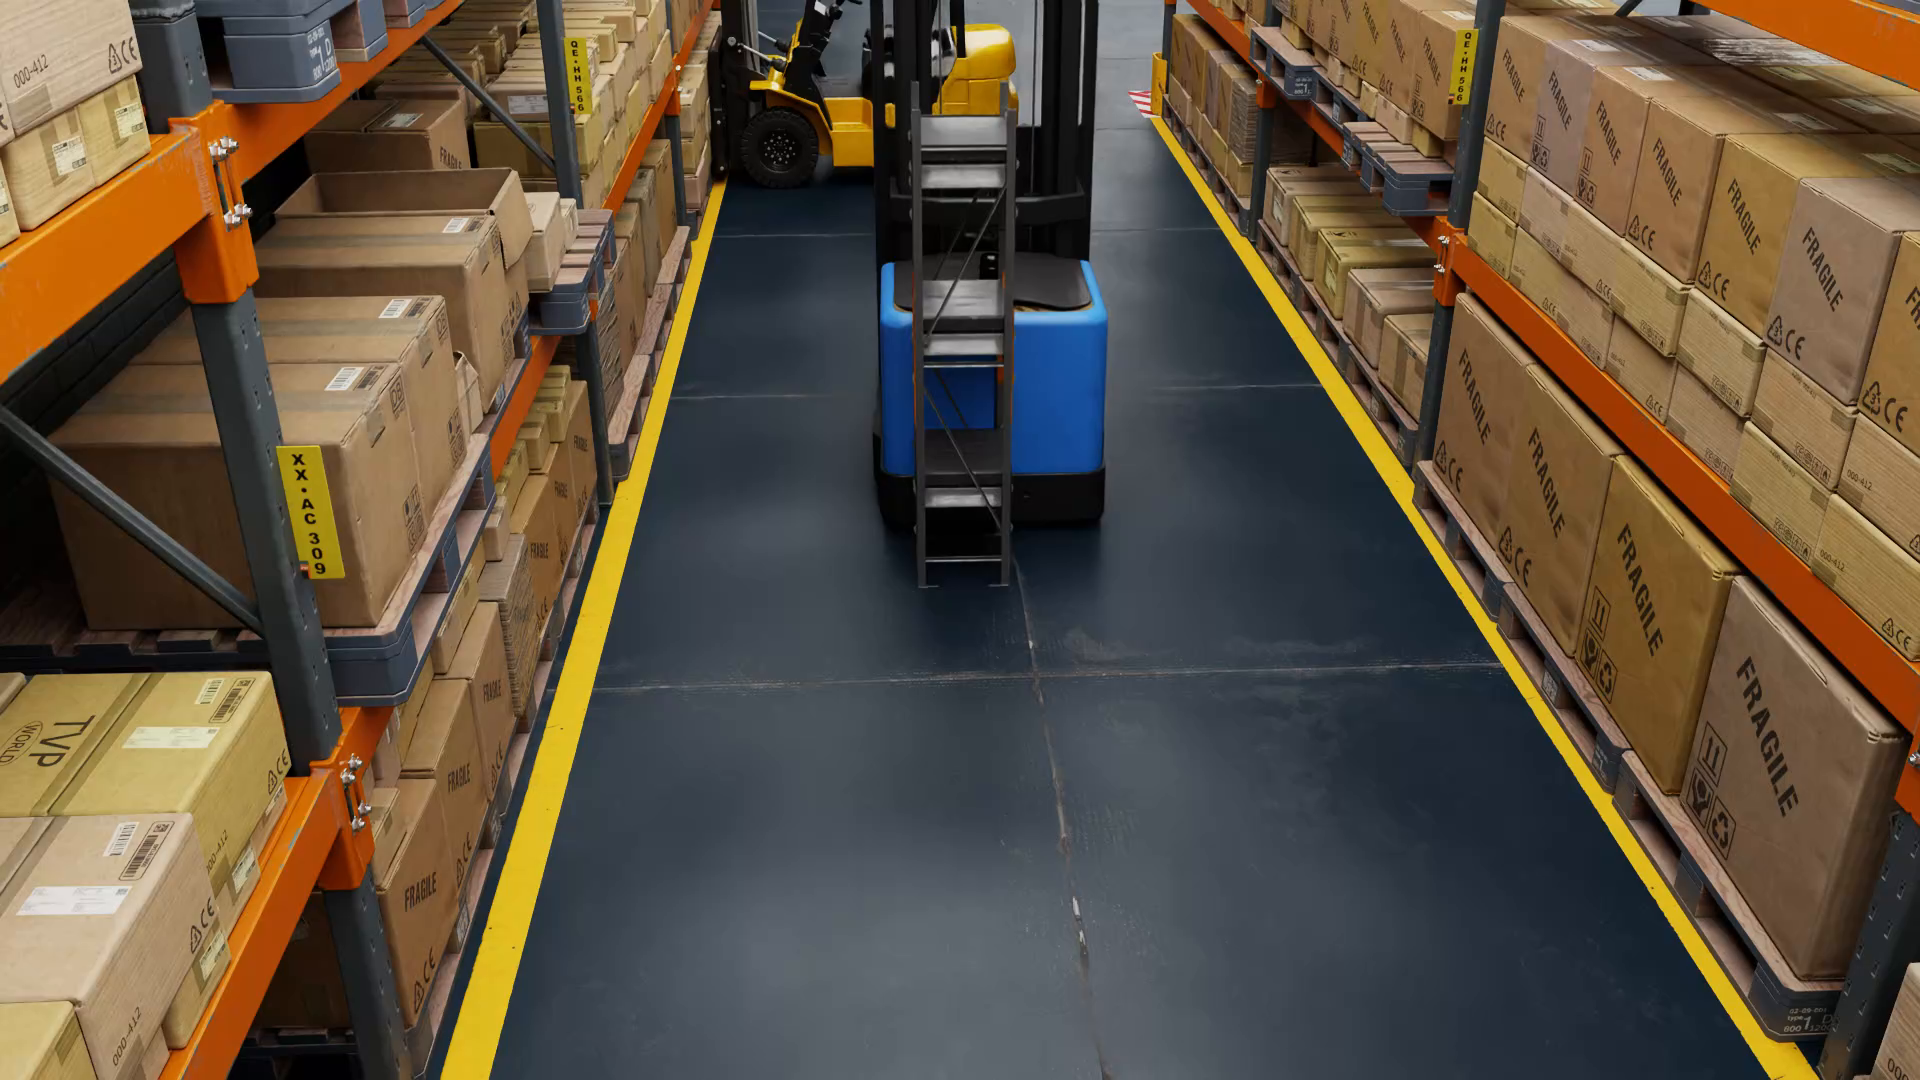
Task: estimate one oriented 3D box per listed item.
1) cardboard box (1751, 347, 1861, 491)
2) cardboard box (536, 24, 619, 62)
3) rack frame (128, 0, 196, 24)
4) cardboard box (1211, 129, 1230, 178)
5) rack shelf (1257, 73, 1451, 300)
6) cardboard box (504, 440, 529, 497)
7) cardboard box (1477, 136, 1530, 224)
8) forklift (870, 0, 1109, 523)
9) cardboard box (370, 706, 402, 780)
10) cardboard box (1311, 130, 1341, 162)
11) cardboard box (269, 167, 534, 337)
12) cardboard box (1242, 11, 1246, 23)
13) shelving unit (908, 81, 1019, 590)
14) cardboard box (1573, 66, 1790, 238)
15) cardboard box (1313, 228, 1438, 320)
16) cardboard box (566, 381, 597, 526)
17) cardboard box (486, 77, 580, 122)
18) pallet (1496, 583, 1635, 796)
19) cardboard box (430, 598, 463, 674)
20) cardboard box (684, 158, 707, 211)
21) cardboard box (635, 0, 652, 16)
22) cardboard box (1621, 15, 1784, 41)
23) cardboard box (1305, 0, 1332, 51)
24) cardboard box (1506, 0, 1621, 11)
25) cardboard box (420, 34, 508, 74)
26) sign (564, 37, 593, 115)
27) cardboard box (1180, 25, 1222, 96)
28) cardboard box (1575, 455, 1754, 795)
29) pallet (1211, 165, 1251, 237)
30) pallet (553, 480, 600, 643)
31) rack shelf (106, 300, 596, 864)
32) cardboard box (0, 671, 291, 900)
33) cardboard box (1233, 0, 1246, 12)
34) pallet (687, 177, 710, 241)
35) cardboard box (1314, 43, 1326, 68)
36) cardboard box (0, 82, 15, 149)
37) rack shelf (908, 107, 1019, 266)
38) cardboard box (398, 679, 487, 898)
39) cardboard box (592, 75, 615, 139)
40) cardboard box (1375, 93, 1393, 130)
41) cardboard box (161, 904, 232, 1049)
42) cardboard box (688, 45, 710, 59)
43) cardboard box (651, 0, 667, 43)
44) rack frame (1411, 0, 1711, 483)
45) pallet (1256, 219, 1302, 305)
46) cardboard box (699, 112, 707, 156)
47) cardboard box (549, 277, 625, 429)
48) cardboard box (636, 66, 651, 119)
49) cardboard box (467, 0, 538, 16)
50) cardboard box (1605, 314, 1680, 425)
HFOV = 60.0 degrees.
[{"bbox_3d":[2.675,-0.363,4.824,0.500,0.250,0.500,-1,28,-1],"label":"cardboard box"},{"bbox_3d":[-1.991,-2.587,8.657,0.380,0.149,0.250,-1,28,-2],"label":"cardboard box"},{"bbox_3d":[-1.982,-2.318,2.463,1.000,3.000,0.127,-1,28,-3],"label":"rack frame"},{"bbox_3d":[2.220,-2.953,12.688,0.500,0.250,0.500,-2,28,-4],"label":"cardboard box"},{"bbox_3d":[2.661,-2.231,9.563,1.077,0.370,4.000,-1,28,-3],"label":"rack shelf"},{"bbox_3d":[-1.929,-0.278,6.586,0.380,0.149,0.250,-1,28,-1],"label":"cardboard box"},{"bbox_3d":[2.546,-1.542,7.084,0.500,0.250,0.500,-2,28,-3],"label":"cardboard box"},{"bbox_3d":[0.106,-2.023,8.459,1.130,2.935,3.031,-1,28,-2],"label":"forklift"},{"bbox_3d":[-1.796,0.554,4.671,0.380,0.149,0.250,-3,28,-5],"label":"cardboard box"},{"bbox_3d":[2.796,-3.053,12.067,0.500,0.500,0.500,0,28,0],"label":"cardboard box"},{"bbox_3d":[-1.921,-0.988,5.835,0.797,0.503,0.637,-2,28,-4],"label":"cardboard box"},{"bbox_3d":[2.281,-3.856,12.172,0.380,0.149,0.250,-2,28,-3],"label":"cardboard box"},{"bbox_3d":[0.007,-0.832,7.074,0.431,2.100,0.503,-1,28,-2],"label":"shelving unit"},{"bbox_3d":[2.595,-1.413,6.025,0.500,0.500,0.500,-1,28,-1],"label":"cardboard box"},{"bbox_3d":[2.666,-1.600,9.961,0.950,0.372,0.625,0,28,-1],"label":"cardboard box"},{"bbox_3d":[-1.954,-0.393,7.509,0.500,0.500,0.500,-1,28,-1],"label":"cardboard box"},{"bbox_3d":[-1.913,-1.991,7.515,0.380,0.149,0.250,-1,28,-1],"label":"cardboard box"},{"bbox_3d":[2.792,0.538,6.491,1.003,0.211,1.213,-1,28,-3],"label":"pallet"},{"bbox_3d":[-1.855,0.318,5.445,0.380,0.149,0.250,-1,28,-3],"label":"cardboard box"},{"bbox_3d":[-2.094,-2.551,11.916,0.500,0.250,0.500,-1,28,-2],"label":"cardboard box"},{"bbox_3d":[-2.022,-3.181,9.795,0.380,0.149,0.250,-2,28,-4],"label":"cardboard box"},{"bbox_3d":[3.054,-1.882,6.925,0.500,0.500,0.500,-2,28,-4],"label":"cardboard box"},{"bbox_3d":[2.334,-3.153,9.668,0.500,0.500,0.500,-2,28,-3],"label":"cardboard box"},{"bbox_3d":[2.939,-2.443,8.307,0.500,0.500,0.500,0,28,0],"label":"cardboard box"},{"bbox_3d":[-2.506,-2.456,8.406,0.380,0.149,0.250,-2,28,-3],"label":"cardboard box"},{"bbox_3d":[-1.649,-2.001,7.176,0.100,0.325,0.005,-1,28,-3],"label":"sign"},{"bbox_3d":[2.148,-3.989,13.863,0.500,0.500,0.500,-2,28,-5],"label":"cardboard box"},{"bbox_3d":[2.808,0.275,5.823,0.875,0.875,0.875,-1,28,-1],"label":"cardboard box"},{"bbox_3d":[2.487,-2.547,12.405,1.003,0.211,1.213,-1,28,-3],"label":"pallet"},{"bbox_3d":[-2.190,0.077,7.374,1.003,0.211,1.213,-1,28,-3],"label":"pallet"},{"bbox_3d":[-2.086,-0.263,5.788,1.077,0.370,4.000,-1,28,-3],"label":"rack shelf"},{"bbox_3d":[-1.712,0.506,3.377,0.500,0.250,0.500,-1,28,-1],"label":"cardboard box"},{"bbox_3d":[2.252,-4.087,11.913,0.500,0.500,0.500,0,28,-1],"label":"cardboard box"},{"bbox_3d":[-2.399,-2.484,12.285,1.003,0.211,1.213,-1,28,-3],"label":"pallet"},{"bbox_3d":[2.337,-2.922,9.926,0.380,0.149,0.250,-1,28,-2],"label":"cardboard box"},{"bbox_3d":[-1.669,-0.597,2.247,0.500,0.250,0.500,-2,28,-4],"label":"cardboard box"},{"bbox_3d":[0.007,-1.440,6.757,0.431,0.518,0.480,-1,28,-2],"label":"rack shelf"},{"bbox_3d":[-1.820,0.790,5.241,0.500,0.500,0.500,-2,28,-3],"label":"cardboard box"},{"bbox_3d":[-1.995,-2.102,8.159,0.500,0.250,0.500,-1,28,-1],"label":"cardboard box"},{"bbox_3d":[2.365,-2.201,8.544,0.380,0.149,0.250,-3,28,-5],"label":"cardboard box"},{"bbox_3d":[-1.640,0.834,3.179,0.380,0.149,0.250,-1,28,-1],"label":"cardboard box"},{"bbox_3d":[-2.185,-3.702,13.043,0.500,0.250,0.500,-2,28,-4],"label":"cardboard box"},{"bbox_3d":[-2.119,-3.287,10.430,0.500,0.250,0.500,-2,28,-4],"label":"cardboard box"},{"bbox_3d":[2.766,-1.627,7.625,1.000,3.000,0.127,-1,28,-3],"label":"rack frame"},{"bbox_3d":[2.599,-1.878,11.123,1.003,0.211,1.213,-1,28,-3],"label":"pallet"},{"bbox_3d":[-2.145,-3.005,12.246,0.500,0.250,0.500,-2,28,-3],"label":"cardboard box"},{"bbox_3d":[-2.210,-0.927,8.397,0.875,0.625,0.625,-1,28,-1],"label":"cardboard box"},{"bbox_3d":[-2.085,-2.597,9.649,0.500,0.250,0.500,-1,28,-2],"label":"cardboard box"},{"bbox_3d":[-2.600,-3.043,9.532,0.380,0.149,0.250,-1,28,-3],"label":"cardboard box"},{"bbox_3d":[2.635,-0.621,5.860,0.500,0.250,0.500,-1,28,-3],"label":"cardboard box"}]
